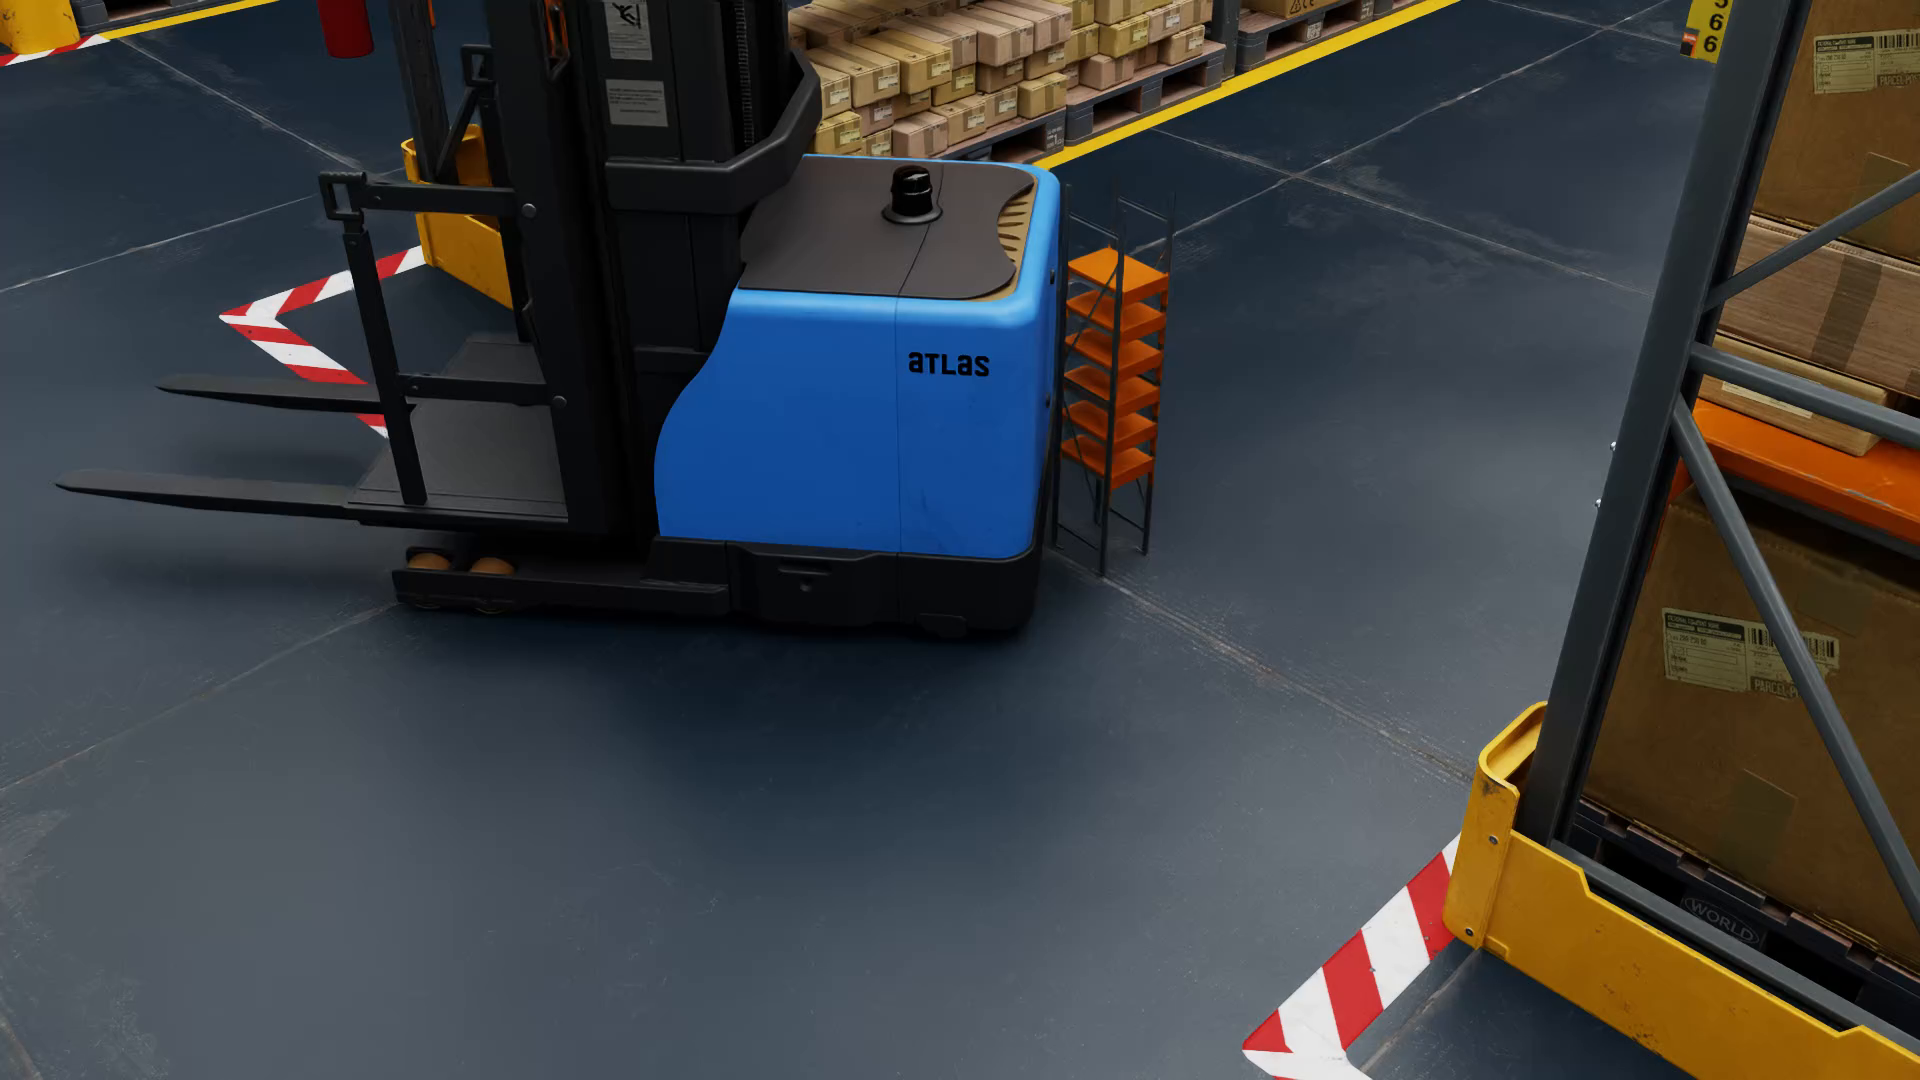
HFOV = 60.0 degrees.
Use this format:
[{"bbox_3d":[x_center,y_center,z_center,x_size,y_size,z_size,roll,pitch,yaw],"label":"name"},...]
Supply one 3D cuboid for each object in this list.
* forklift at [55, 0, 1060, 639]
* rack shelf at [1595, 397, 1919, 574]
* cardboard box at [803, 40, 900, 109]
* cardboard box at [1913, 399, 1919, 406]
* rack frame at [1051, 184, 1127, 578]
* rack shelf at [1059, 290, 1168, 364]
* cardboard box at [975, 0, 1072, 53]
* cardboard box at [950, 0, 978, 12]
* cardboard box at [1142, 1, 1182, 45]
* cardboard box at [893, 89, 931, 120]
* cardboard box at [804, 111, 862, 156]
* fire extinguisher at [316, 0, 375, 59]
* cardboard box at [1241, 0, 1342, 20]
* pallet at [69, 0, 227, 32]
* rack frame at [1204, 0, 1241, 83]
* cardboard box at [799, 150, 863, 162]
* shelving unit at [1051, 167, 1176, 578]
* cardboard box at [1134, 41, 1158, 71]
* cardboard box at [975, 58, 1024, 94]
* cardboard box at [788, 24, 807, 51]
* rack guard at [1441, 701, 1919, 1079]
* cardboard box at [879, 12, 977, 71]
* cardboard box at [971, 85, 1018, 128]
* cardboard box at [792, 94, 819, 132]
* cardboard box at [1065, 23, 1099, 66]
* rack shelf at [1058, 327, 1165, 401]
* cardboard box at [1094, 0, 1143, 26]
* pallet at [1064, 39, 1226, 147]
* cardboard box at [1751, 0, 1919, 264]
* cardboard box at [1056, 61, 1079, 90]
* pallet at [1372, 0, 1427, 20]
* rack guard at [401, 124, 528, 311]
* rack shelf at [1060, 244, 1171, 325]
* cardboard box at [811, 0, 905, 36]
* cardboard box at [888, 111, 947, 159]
[{"bbox_3d":[-1.242,-1.279,4.521,3.031,2.935,1.130,4,35,6],"label":"forklift"},{"bbox_3d":[3.081,-0.685,4.239,1.077,0.370,4.000,30,45,35],"label":"rack shelf"},{"bbox_3d":[-0.471,-1.985,7.079,0.250,0.149,0.380,-28,44,-34],"label":"cardboard box"},{"bbox_3d":[1.871,-0.449,3.491,0.250,0.149,0.380,-29,44,-35],"label":"cardboard box"},{"bbox_3d":[0.365,-0.430,4.817,0.006,1.200,0.240,-25,42,-31],"label":"rack frame"},{"bbox_3d":[0.436,-0.623,4.753,0.180,0.103,0.258,-25,42,-31],"label":"rack shelf"},{"bbox_3d":[0.290,-2.385,7.653,0.380,0.149,0.250,27,43,33],"label":"cardboard box"},{"bbox_3d":[-0.133,-2.627,7.999,0.250,0.149,0.380,-29,44,-35],"label":"cardboard box"},{"bbox_3d":[0.863,-2.586,8.201,0.380,0.149,0.250,27,43,33],"label":"cardboard box"},{"bbox_3d":[-0.344,-1.999,7.360,0.250,0.149,0.380,-27,43,-33],"label":"cardboard box"},{"bbox_3d":[-0.625,-1.726,6.968,0.250,0.149,0.380,-28,44,-34],"label":"cardboard box"},{"bbox_3d":[-2.282,-2.108,6.043,0.296,0.674,0.183,30,45,35],"label":"fire extinguisher"},{"bbox_3d":[1.750,-3.172,8.995,0.500,0.500,0.500,-28,44,-34],"label":"cardboard box"},{"bbox_3d":[-4.853,-3.375,9.905,1.003,0.211,1.213,30,45,35],"label":"pallet"},{"bbox_3d":[1.041,-3.832,8.123,1.000,3.000,0.127,30,45,35],"label":"rack frame"},{"bbox_3d":[-0.626,-1.597,7.043,0.250,0.149,0.380,-29,44,-35],"label":"cardboard box"},{"bbox_3d":[0.436,-0.463,4.864,0.189,1.200,0.258,-25,42,-31],"label":"shelving unit"},{"bbox_3d":[0.764,-2.467,8.290,0.250,0.149,0.380,-29,44,-34],"label":"cardboard box"},{"bbox_3d":[0.072,-2.196,7.642,0.380,0.149,0.250,27,43,33],"label":"cardboard box"},{"bbox_3d":[-0.897,-2.219,7.414,0.250,0.149,0.380,-28,44,-34],"label":"cardboard box"},{"bbox_3d":[1.655,0.867,3.570,1.175,0.500,0.348,30,45,35],"label":"rack guard"},{"bbox_3d":[-0.144,-2.214,7.407,0.380,0.149,0.250,30,45,35],"label":"cardboard box"},{"bbox_3d":[0.046,-2.040,7.678,0.250,0.149,0.380,-29,44,-35],"label":"cardboard box"},{"bbox_3d":[-0.789,-1.742,6.731,0.380,0.149,0.250,29,44,35],"label":"cardboard box"},{"bbox_3d":[0.441,-2.408,7.946,0.250,0.149,0.380,-29,44,-35],"label":"cardboard box"},{"bbox_3d":[0.436,-0.525,4.821,0.180,0.103,0.258,-25,42,-31],"label":"rack shelf"},{"bbox_3d":[0.653,-2.606,7.970,0.380,0.149,0.250,29,44,35],"label":"cardboard box"},{"bbox_3d":[0.593,-2.402,8.509,1.003,0.211,1.213,30,45,35],"label":"pallet"},{"bbox_3d":[1.828,-0.840,3.048,0.500,0.500,0.500,-29,44,-35],"label":"cardboard box"},{"bbox_3d":[0.352,-2.276,8.016,0.380,0.149,0.250,28,44,34],"label":"cardboard box"},{"bbox_3d":[2.448,-3.503,10.088,1.003,0.211,1.213,30,45,35],"label":"pallet"},{"bbox_3d":[-1.723,-1.214,6.554,1.175,0.500,0.348,30,45,35],"label":"rack guard"},{"bbox_3d":[0.436,-0.721,4.684,0.180,0.103,0.258,-25,42,-31],"label":"rack shelf"},{"bbox_3d":[-0.468,-2.399,7.672,0.250,0.149,0.380,-30,45,-35],"label":"cardboard box"},{"bbox_3d":[-0.277,-1.806,7.342,0.380,0.149,0.250,27,43,33],"label":"cardboard box"}]
